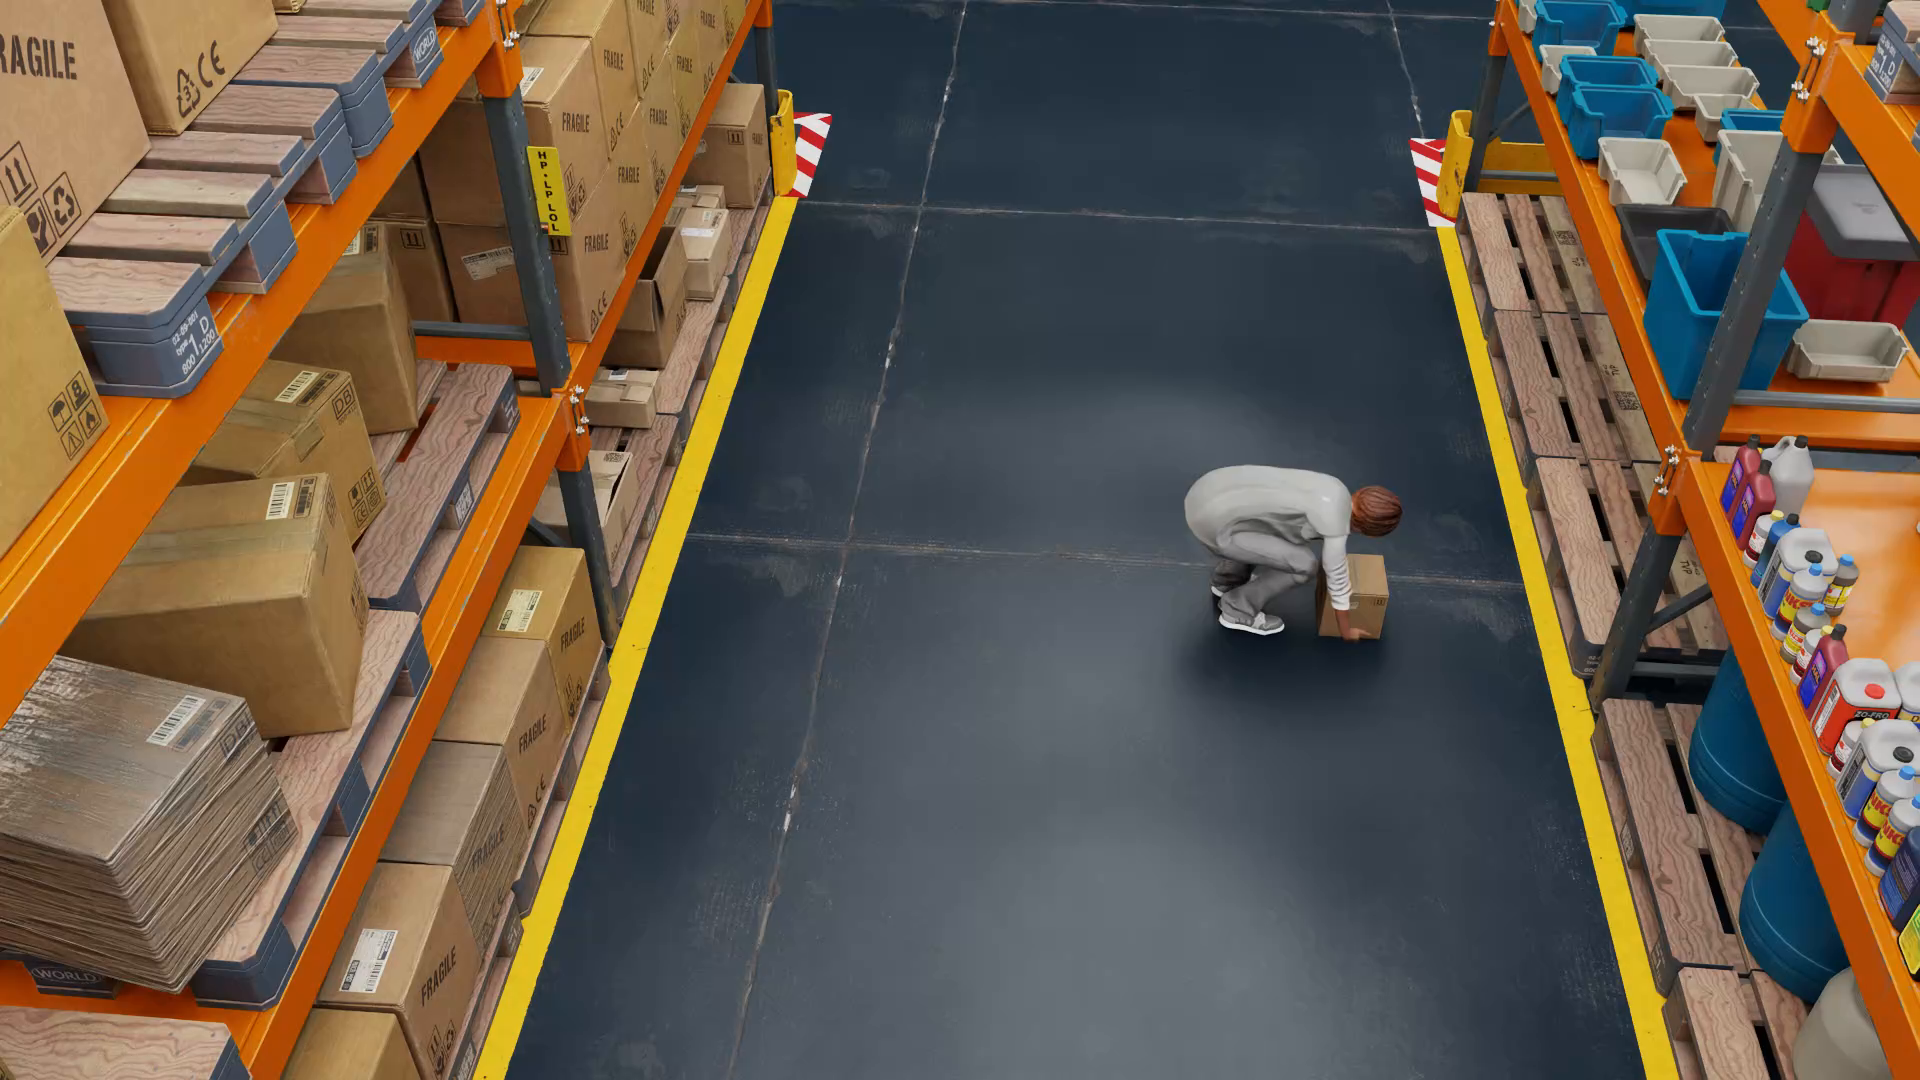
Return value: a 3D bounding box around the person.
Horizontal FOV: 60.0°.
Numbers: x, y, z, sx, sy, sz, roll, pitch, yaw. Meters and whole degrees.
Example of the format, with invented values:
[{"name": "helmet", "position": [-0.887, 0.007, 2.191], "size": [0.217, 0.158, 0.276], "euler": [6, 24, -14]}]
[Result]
[{"name": "person", "position": [1.337, 0.031, 6.807], "size": [0.873, 0.760, 0.422], "euler": [2, 41, 2]}]
